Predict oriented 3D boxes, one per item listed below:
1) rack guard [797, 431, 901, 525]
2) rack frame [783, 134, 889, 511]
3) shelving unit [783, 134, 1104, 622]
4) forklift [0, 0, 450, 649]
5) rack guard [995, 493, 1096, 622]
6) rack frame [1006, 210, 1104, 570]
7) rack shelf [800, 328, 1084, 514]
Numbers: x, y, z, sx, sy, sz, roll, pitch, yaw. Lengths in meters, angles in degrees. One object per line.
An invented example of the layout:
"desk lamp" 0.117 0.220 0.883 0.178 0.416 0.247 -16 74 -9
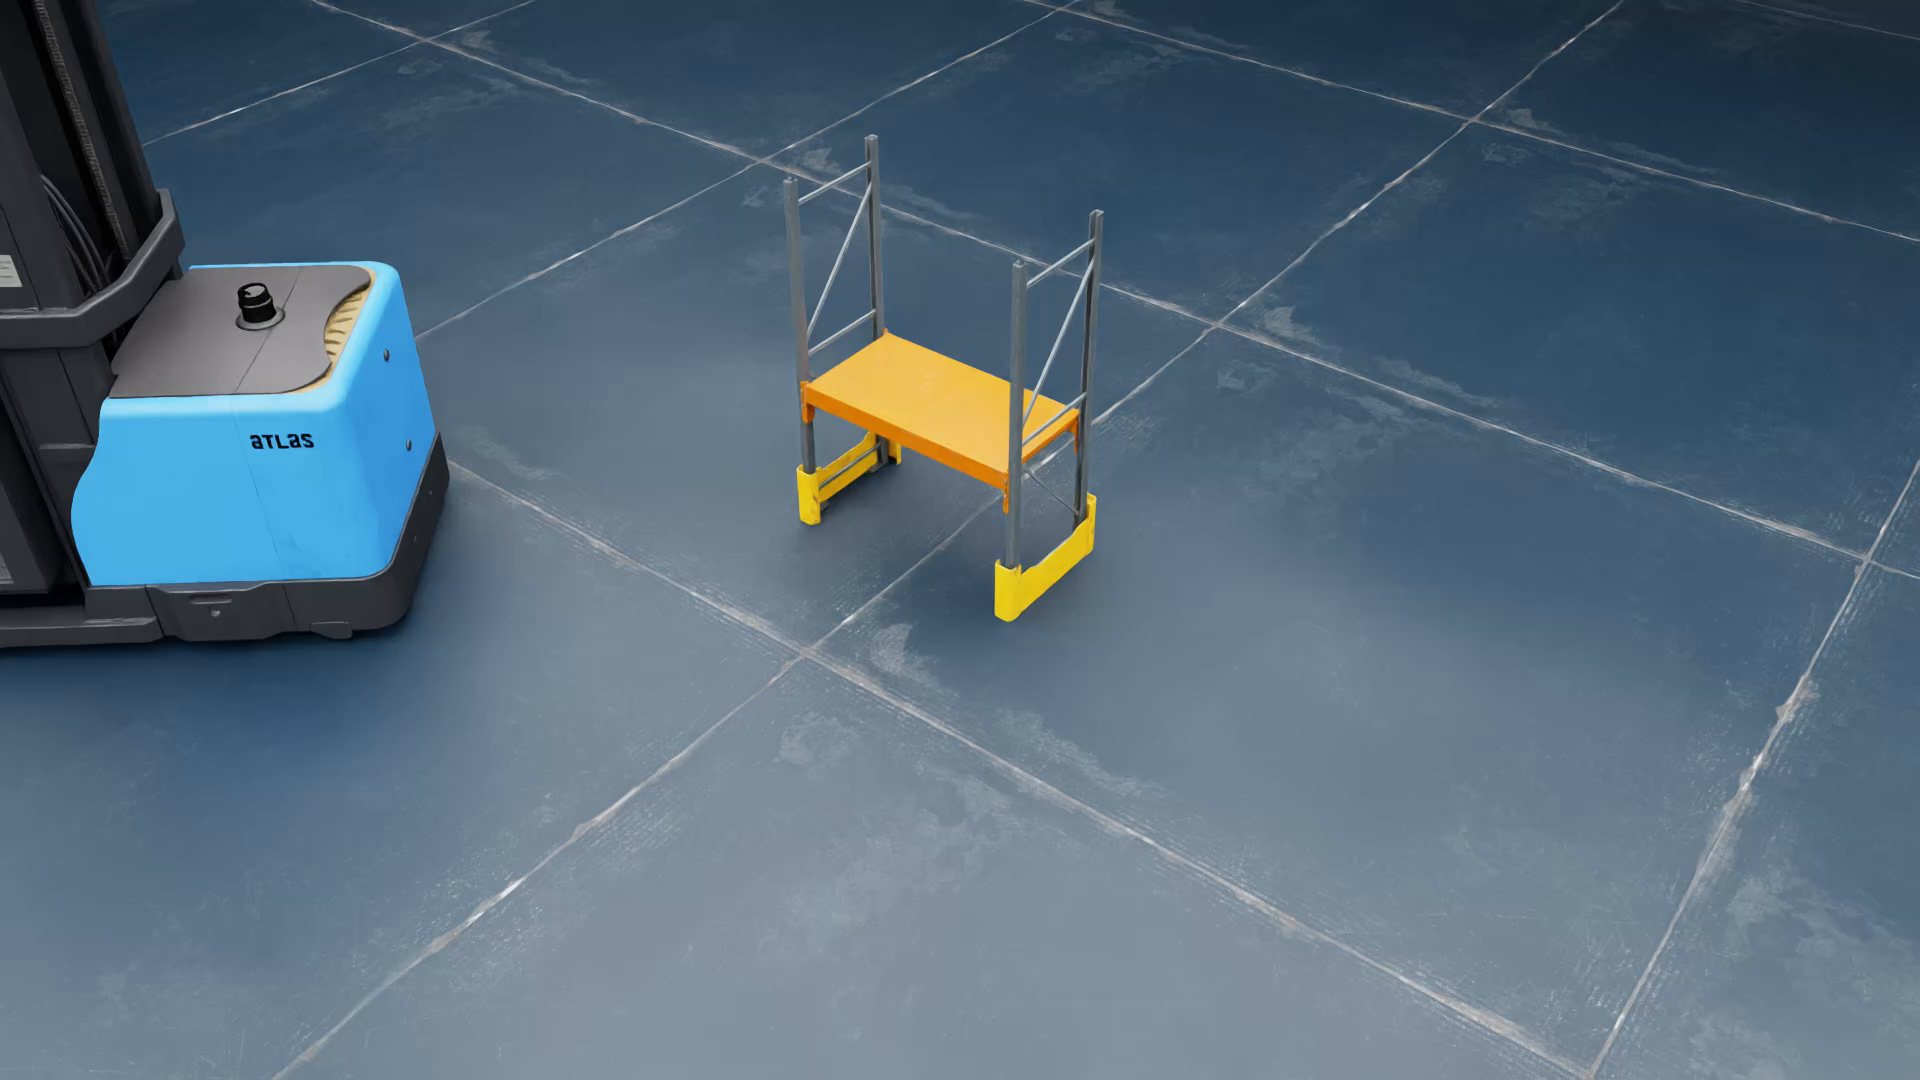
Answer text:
"rack guard" -0.456 -0.313 6.948 0.087 0.250 0.587 25 45 29
"rack frame" -0.472 -0.813 6.572 0.032 1.500 0.500 25 45 29
"shelving unit" -0.061 -0.619 6.324 1.083 1.500 0.587 25 45 29
"forklift" -3.626 -1.044 5.706 3.031 2.935 1.130 -2 38 -2
"rack guard" 0.335 0.060 6.471 0.087 0.250 0.587 25 45 29
"rack frame" 0.336 -0.432 6.085 0.032 1.500 0.500 25 45 29
"rack shelf" -0.068 -0.481 6.439 1.000 0.185 0.538 25 45 29
